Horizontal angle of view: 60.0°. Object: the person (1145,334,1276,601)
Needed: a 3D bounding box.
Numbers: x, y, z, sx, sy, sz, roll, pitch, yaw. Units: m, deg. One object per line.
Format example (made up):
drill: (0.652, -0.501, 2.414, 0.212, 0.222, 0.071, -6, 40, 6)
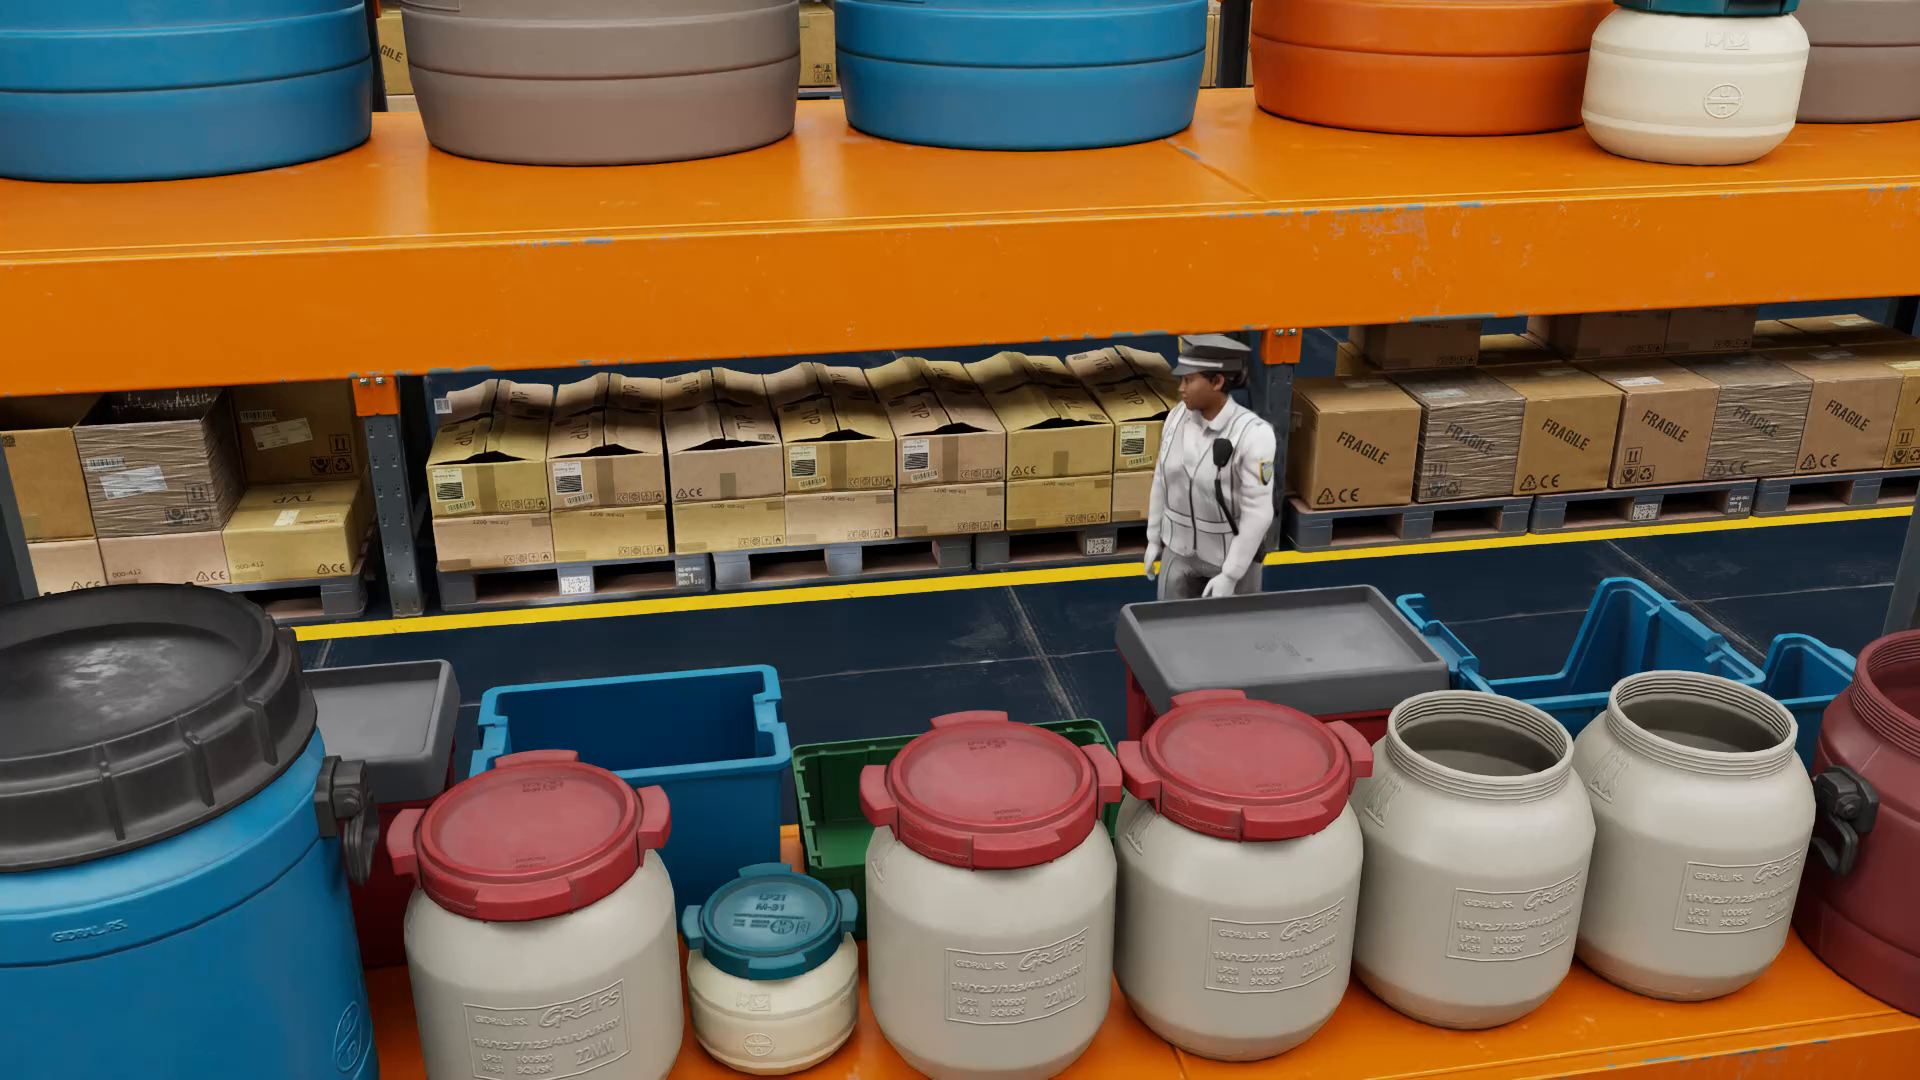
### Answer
person: (0.873, 0.063, 5.907, 0.526, 1.649, 0.647, 16, 28, 32)
